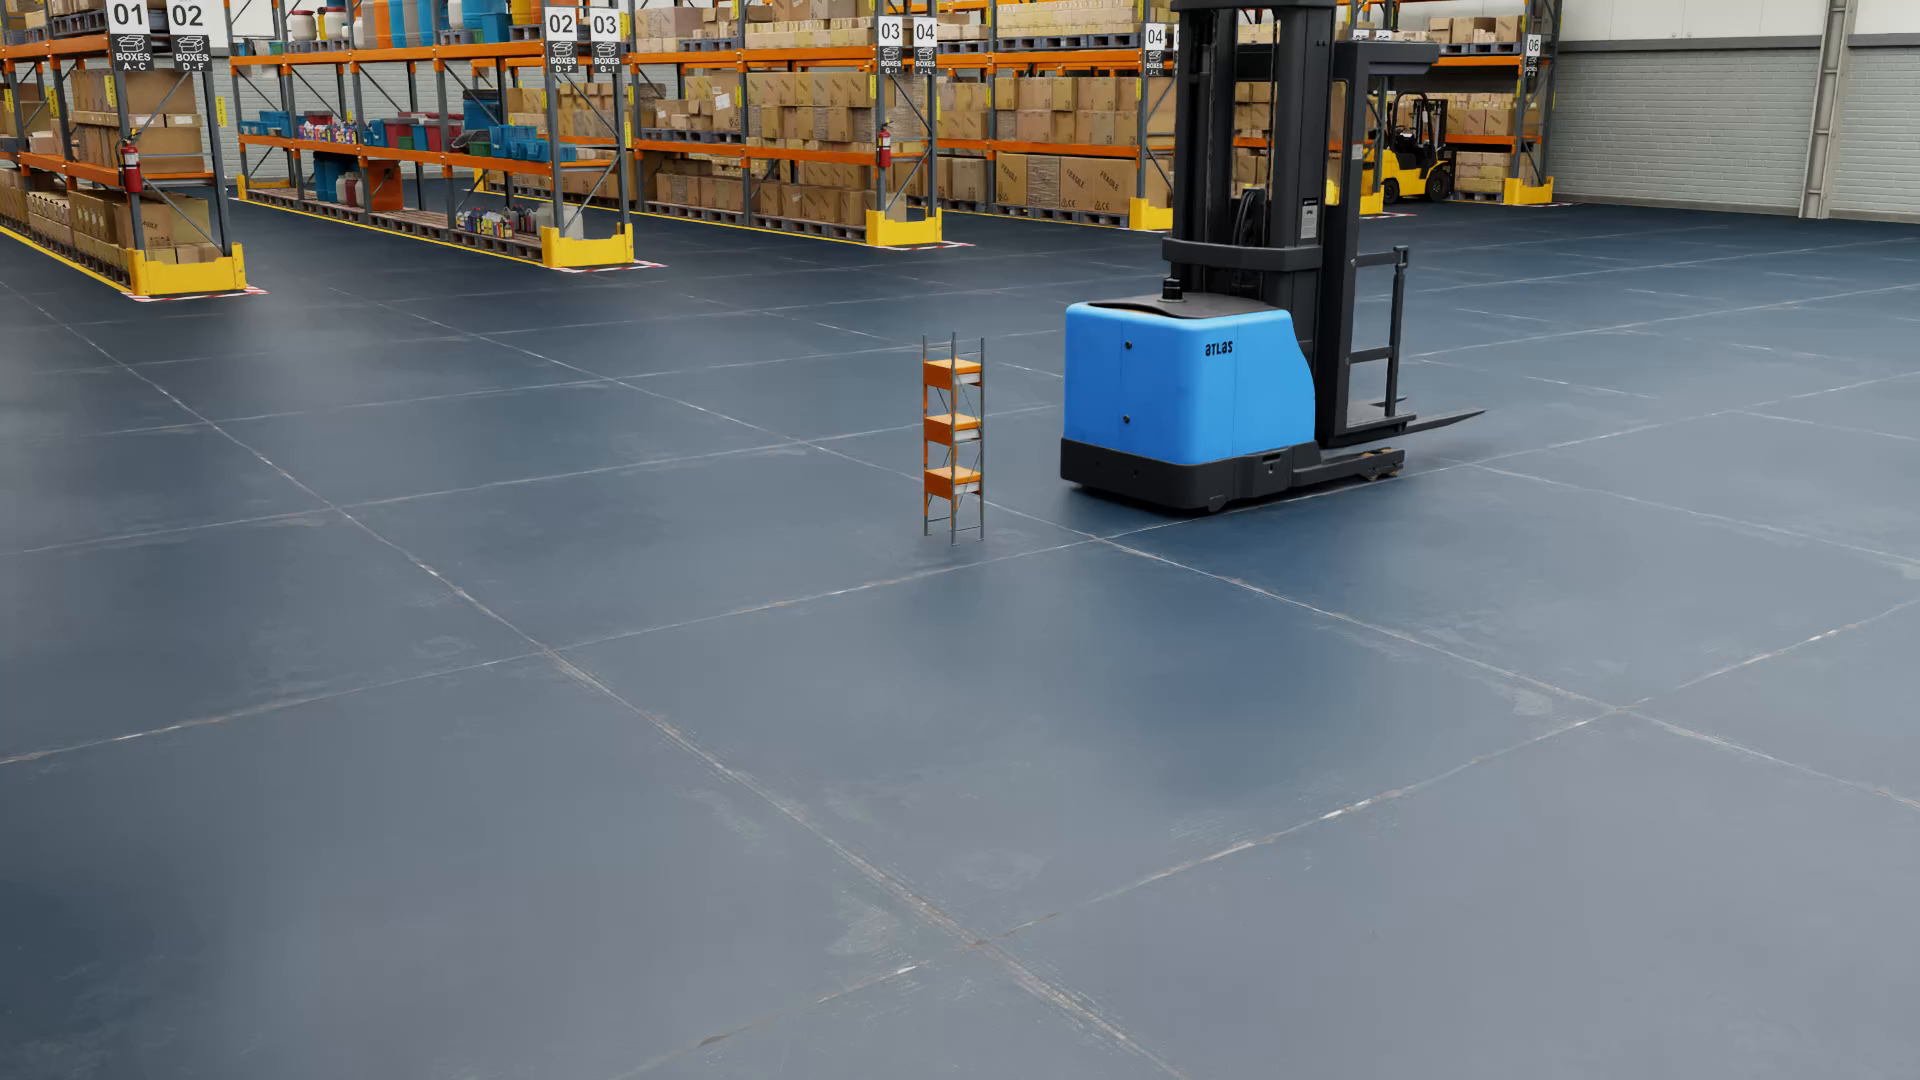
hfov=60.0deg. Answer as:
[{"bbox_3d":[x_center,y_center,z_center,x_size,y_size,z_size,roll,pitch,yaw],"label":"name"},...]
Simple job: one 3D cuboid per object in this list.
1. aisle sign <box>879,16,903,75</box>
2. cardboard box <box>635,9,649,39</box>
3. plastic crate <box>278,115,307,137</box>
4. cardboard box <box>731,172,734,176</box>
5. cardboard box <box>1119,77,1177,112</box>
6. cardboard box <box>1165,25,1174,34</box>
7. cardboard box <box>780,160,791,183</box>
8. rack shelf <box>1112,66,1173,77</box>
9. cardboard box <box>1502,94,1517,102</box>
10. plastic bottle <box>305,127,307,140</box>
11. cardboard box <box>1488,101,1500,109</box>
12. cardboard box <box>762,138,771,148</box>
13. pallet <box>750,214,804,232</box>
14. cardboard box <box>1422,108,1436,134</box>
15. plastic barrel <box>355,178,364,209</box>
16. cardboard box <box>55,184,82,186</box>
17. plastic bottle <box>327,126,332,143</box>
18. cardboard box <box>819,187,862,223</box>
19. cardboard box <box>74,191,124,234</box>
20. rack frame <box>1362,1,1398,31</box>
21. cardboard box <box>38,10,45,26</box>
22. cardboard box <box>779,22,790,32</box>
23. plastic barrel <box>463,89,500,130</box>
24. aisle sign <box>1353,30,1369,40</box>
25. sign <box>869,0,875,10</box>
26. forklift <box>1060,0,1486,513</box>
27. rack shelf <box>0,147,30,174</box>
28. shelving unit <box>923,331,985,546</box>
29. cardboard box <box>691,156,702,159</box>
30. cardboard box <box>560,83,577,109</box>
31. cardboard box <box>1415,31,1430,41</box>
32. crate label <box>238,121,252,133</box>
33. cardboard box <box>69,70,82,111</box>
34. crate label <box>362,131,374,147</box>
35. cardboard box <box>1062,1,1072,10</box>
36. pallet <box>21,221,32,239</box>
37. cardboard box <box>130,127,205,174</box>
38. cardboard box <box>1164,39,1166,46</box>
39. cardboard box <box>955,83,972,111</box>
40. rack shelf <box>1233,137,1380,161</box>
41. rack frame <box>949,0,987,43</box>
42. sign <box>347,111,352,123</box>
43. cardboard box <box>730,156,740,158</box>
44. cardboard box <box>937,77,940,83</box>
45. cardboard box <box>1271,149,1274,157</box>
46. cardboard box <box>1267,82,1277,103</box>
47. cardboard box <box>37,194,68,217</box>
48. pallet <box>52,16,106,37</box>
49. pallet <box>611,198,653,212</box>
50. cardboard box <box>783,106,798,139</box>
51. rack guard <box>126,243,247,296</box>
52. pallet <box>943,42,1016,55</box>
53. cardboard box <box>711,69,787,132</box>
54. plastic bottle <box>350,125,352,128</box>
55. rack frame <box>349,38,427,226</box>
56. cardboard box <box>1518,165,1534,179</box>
[{"bbox_3d":[-0.985,-7.025,23.638,0.394,0.787,0.004,-11,19,-35],"label":"aisle sign"},{"bbox_3d":[-5.414,-9.135,29.453,0.500,0.500,0.500,-11,19,-34],"label":"cardboard box"},{"bbox_3d":[-12.391,-7.693,30.918,0.392,0.384,0.575,-11,19,-35],"label":"plastic crate"},{"bbox_3d":[-4.977,-8.287,37.779,0.380,0.149,0.250,-10,18,-33],"label":"cardboard box"},{"bbox_3d":[3.106,-7.258,27.083,0.875,0.550,0.550,-11,19,-35],"label":"cardboard box"},{"bbox_3d":[3.351,-8.279,26.951,0.380,0.149,0.250,-11,19,-34],"label":"cardboard box"},{"bbox_3d":[-3.543,-7.940,35.843,0.500,0.500,0.500,-10,18,-32],"label":"cardboard box"},{"bbox_3d":[5.370,-11.376,40.138,1.077,0.370,4.000,-11,19,-35],"label":"rack shelf"},{"bbox_3d":[10.869,-8.689,32.659,0.380,0.149,0.250,-11,19,-34],"label":"cardboard box"},{"bbox_3d":[-11.752,-7.347,29.982,0.097,0.271,0.097,0,15,0],"label":"plastic bottle"},{"bbox_3d":[10.645,-8.582,32.833,0.380,0.149,0.250,-11,18,-34],"label":"cardboard box"},{"bbox_3d":[-2.942,-6.367,26.633,0.380,0.149,0.250,-11,19,-35],"label":"cardboard box"},{"bbox_3d":[-2.707,-5.203,27.184,1.003,0.211,1.213,-11,19,-35],"label":"pallet"},{"bbox_3d":[9.845,-8.581,34.055,0.500,0.500,0.500,-11,19,-34],"label":"cardboard box"},{"bbox_3d":[-10.195,-5.982,28.667,0.421,0.512,0.421,0,15,0],"label":"plastic barrel"},{"bbox_3d":[-14.448,-5.480,26.819,0.500,0.500,0.500,-12,19,-36],"label":"cardboard box"},{"bbox_3d":[-10.931,-7.047,28.861,0.061,0.283,0.133,-11,19,-35],"label":"plastic bottle"},{"bbox_3d":[-1.864,-5.223,25.917,0.500,0.500,0.500,-9,18,-29],"label":"cardboard box"},{"bbox_3d":[-10.826,-4.133,20.989,0.500,0.500,0.500,-11,19,-35],"label":"cardboard box"},{"bbox_3d":[8.898,-11.888,34.966,1.000,3.000,0.127,-11,19,-35],"label":"rack frame"},{"bbox_3d":[-12.535,-7.259,23.221,0.500,0.250,0.500,-11,19,-36],"label":"cardboard box"},{"bbox_3d":[-2.570,-7.911,25.646,0.380,0.149,0.250,-11,19,-36],"label":"cardboard box"},{"bbox_3d":[-7.119,-6.288,24.918,0.600,0.901,0.708,-11,19,-35],"label":"plastic barrel"},{"bbox_3d":[7.039,-8.565,29.264,0.394,0.787,0.004,-11,19,-35],"label":"aisle sign"},{"bbox_3d":[-1.239,-7.623,23.388,0.100,0.325,0.005,-11,19,-35],"label":"sign"},{"bbox_3d":[2.041,-1.859,9.815,3.031,2.935,1.130,-12,19,-38],"label":"forklift"},{"bbox_3d":[-14.674,-6.083,26.481,1.077,0.370,4.000,-11,19,-35],"label":"rack shelf"},{"bbox_3d":[-0.031,-0.518,8.479,0.215,1.050,0.252,-11,19,-35],"label":"shelving unit"},{"bbox_3d":[-6.082,-8.946,39.057,0.380,0.149,0.250,-12,19,-37],"label":"cardboard box"},{"bbox_3d":[-7.452,-8.791,32.922,0.797,0.503,0.637,-11,19,-36],"label":"cardboard box"},{"bbox_3d":[9.525,-10.264,33.981,0.396,0.266,0.258,-11,19,-36],"label":"cardboard box"},{"bbox_3d":[-14.314,-8.323,33.508,0.416,0.233,0.303,-11,19,-35],"label":"crate label"},{"bbox_3d":[-10.880,-5.729,21.178,0.700,0.500,0.500,-11,19,-34],"label":"cardboard box"},{"bbox_3d":[-9.544,-6.542,27.113,0.303,0.233,0.416,-11,19,-35],"label":"crate label"},{"bbox_3d":[1.923,-8.886,27.657,0.380,0.149,0.250,-11,19,-34],"label":"cardboard box"},{"bbox_3d":[-13.906,-4.823,25.798,1.003,0.211,1.213,-11,19,-35],"label":"pallet"},{"bbox_3d":[-9.058,-4.444,18.943,0.700,0.500,0.500,-11,19,-35],"label":"cardboard box"},{"bbox_3d":[4.131,-10.012,33.280,0.500,0.250,0.500,-11,19,-34],"label":"cardboard box"},{"bbox_3d":[0.340,-8.179,30.693,0.700,0.500,0.500,-11,19,-35],"label":"cardboard box"},{"bbox_3d":[6.061,-7.450,31.475,1.077,0.370,4.000,-11,19,-35],"label":"rack shelf"},{"bbox_3d":[0.182,-12.825,38.390,1.000,3.000,0.127,-11,19,-35],"label":"rack frame"},{"bbox_3d":[-11.395,-7.843,31.027,0.100,0.325,0.005,-11,19,-35],"label":"sign"},{"bbox_3d":[-5.141,-8.874,38.793,0.380,0.149,0.250,-12,19,-37],"label":"cardboard box"},{"bbox_3d":[-0.324,-10.865,39.278,0.380,0.149,0.250,-10,18,-33],"label":"cardboard box"},{"bbox_3d":[5.986,-7.230,31.072,0.380,0.149,0.250,-10,18,-32],"label":"cardboard box"},{"bbox_3d":[6.086,-8.321,30.649,0.700,0.500,0.500,-11,19,-35],"label":"cardboard box"},{"bbox_3d":[-12.814,-4.772,23.680,0.500,0.311,0.500,-11,19,-36],"label":"cardboard box"},{"bbox_3d":[-10.623,-6.375,20.670,1.003,0.211,1.213,-11,19,-35],"label":"pallet"},{"bbox_3d":[-5.885,-6.375,31.467,1.003,0.211,1.213,-11,19,-35],"label":"pallet"},{"bbox_3d":[-2.275,-6.568,26.139,0.875,0.500,0.500,-11,19,-35],"label":"cardboard box"},{"bbox_3d":[-8.780,-3.084,18.896,1.175,0.500,0.348,-11,19,-35],"label":"rack guard"},{"bbox_3d":[0.362,-8.976,30.371,0.805,0.209,1.217,-12,19,-37],"label":"pallet"},{"bbox_3d":[-3.484,-7.369,27.885,1.000,1.000,1.000,-11,19,-34],"label":"cardboard box"},{"bbox_3d":[-10.926,-7.320,29.882,0.097,0.271,0.097,0,15,0],"label":"plastic bottle"},{"bbox_3d":[-9.489,-6.771,27.632,1.000,3.000,0.127,-11,19,-35],"label":"rack frame"},{"bbox_3d":[11.142,-7.391,33.364,0.500,0.250,0.500,-10,18,-34],"label":"cardboard box"}]
